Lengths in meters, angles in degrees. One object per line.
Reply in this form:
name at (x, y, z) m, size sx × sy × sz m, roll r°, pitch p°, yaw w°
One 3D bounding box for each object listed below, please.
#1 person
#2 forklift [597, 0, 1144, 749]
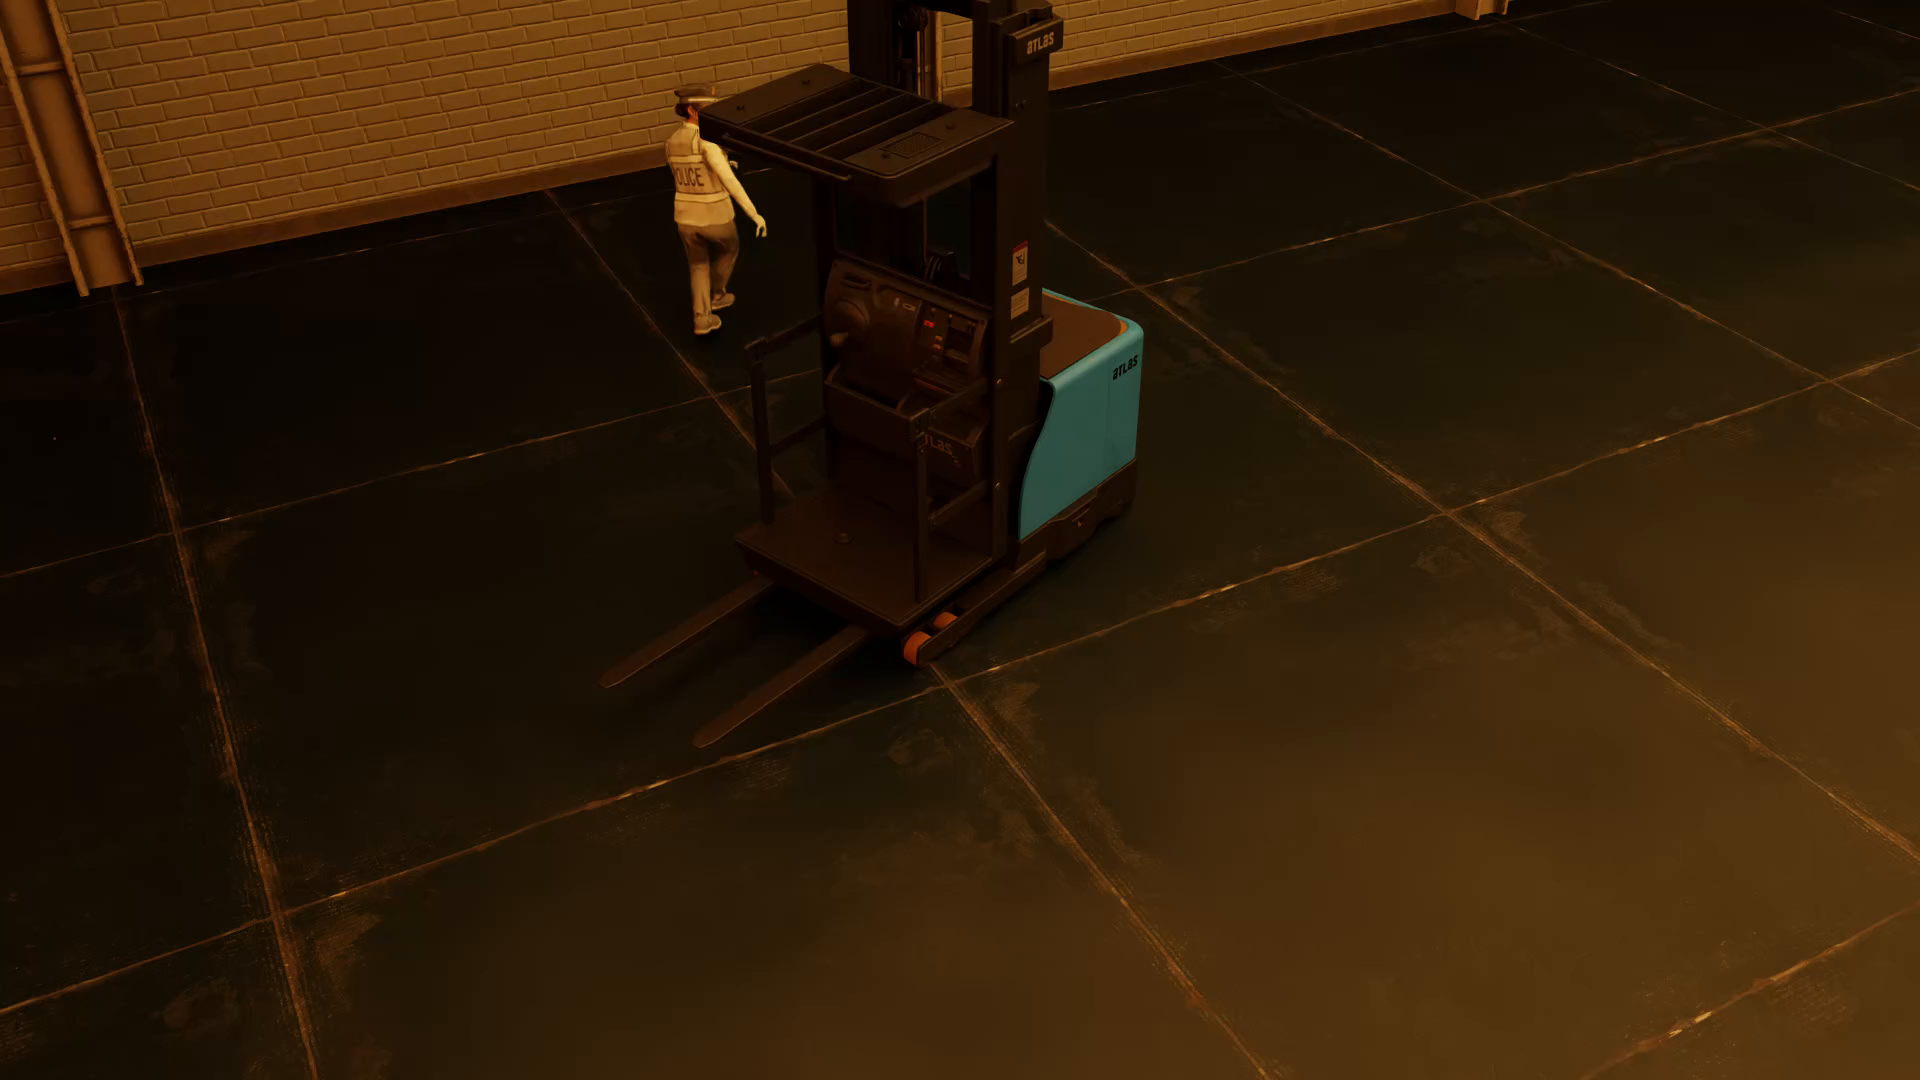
person at (-1.450, -2.029, 10.214) m, size 0.773 × 1.562 × 0.790 m, roll 12°, pitch 37°, yaw 17°
forklift at (-0.390, -0.927, 7.434) m, size 1.130 × 2.935 × 3.031 m, roll 26°, pitch 43°, yaw 31°
